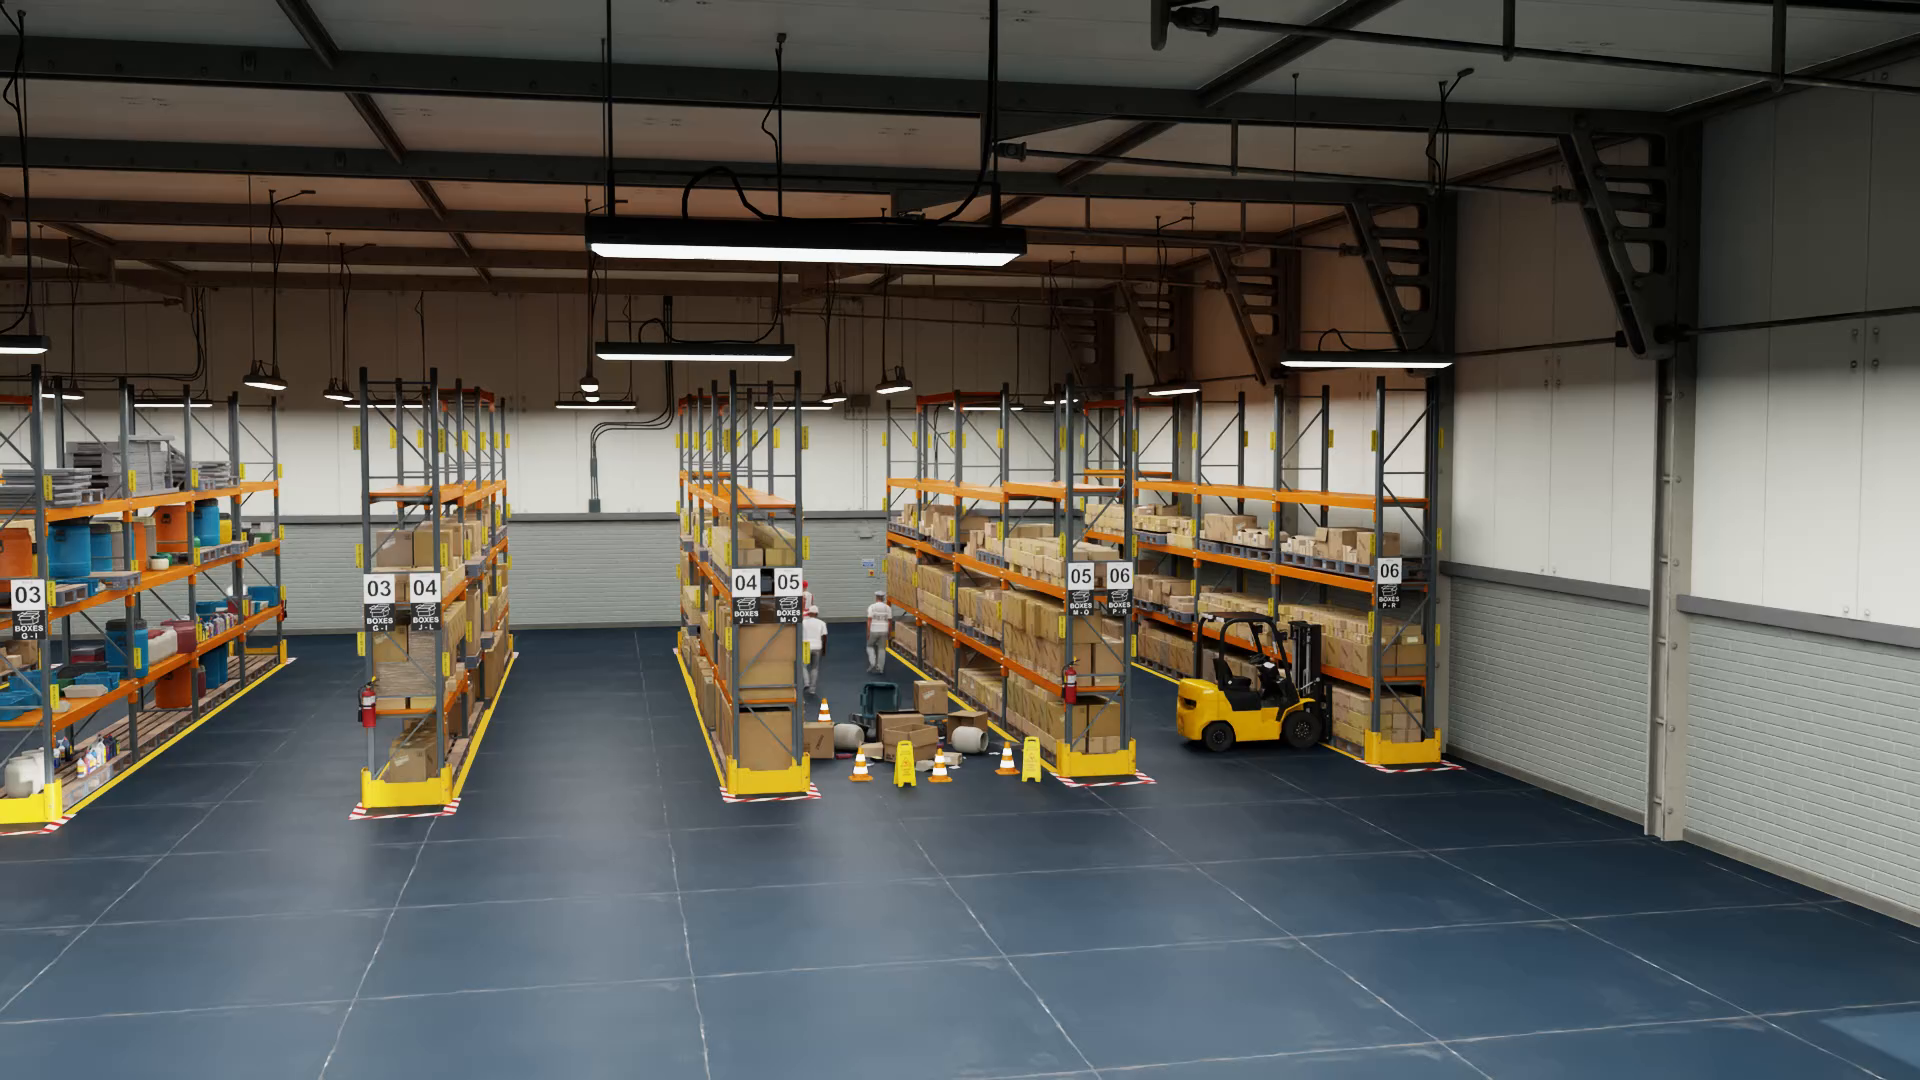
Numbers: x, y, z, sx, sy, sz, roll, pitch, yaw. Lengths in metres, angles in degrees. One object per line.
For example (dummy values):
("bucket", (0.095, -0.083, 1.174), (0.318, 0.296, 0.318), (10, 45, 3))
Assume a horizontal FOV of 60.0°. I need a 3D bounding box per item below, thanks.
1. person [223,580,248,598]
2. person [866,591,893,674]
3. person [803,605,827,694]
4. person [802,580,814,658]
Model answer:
("person", (-17.493, 1.721, 40.130), (0.517, 1.723, 1.049), (0, 3, -3))
("person", (-1.744, 2.001, 35.813), (0.581, 1.779, 0.453), (-1, 3, -13))
("person", (-2.938, 2.178, 32.924), (0.629, 1.736, 0.700), (-1, 3, -9))
("person", (-3.543, 1.826, 38.254), (0.528, 1.786, 0.603), (2, 4, 32))
